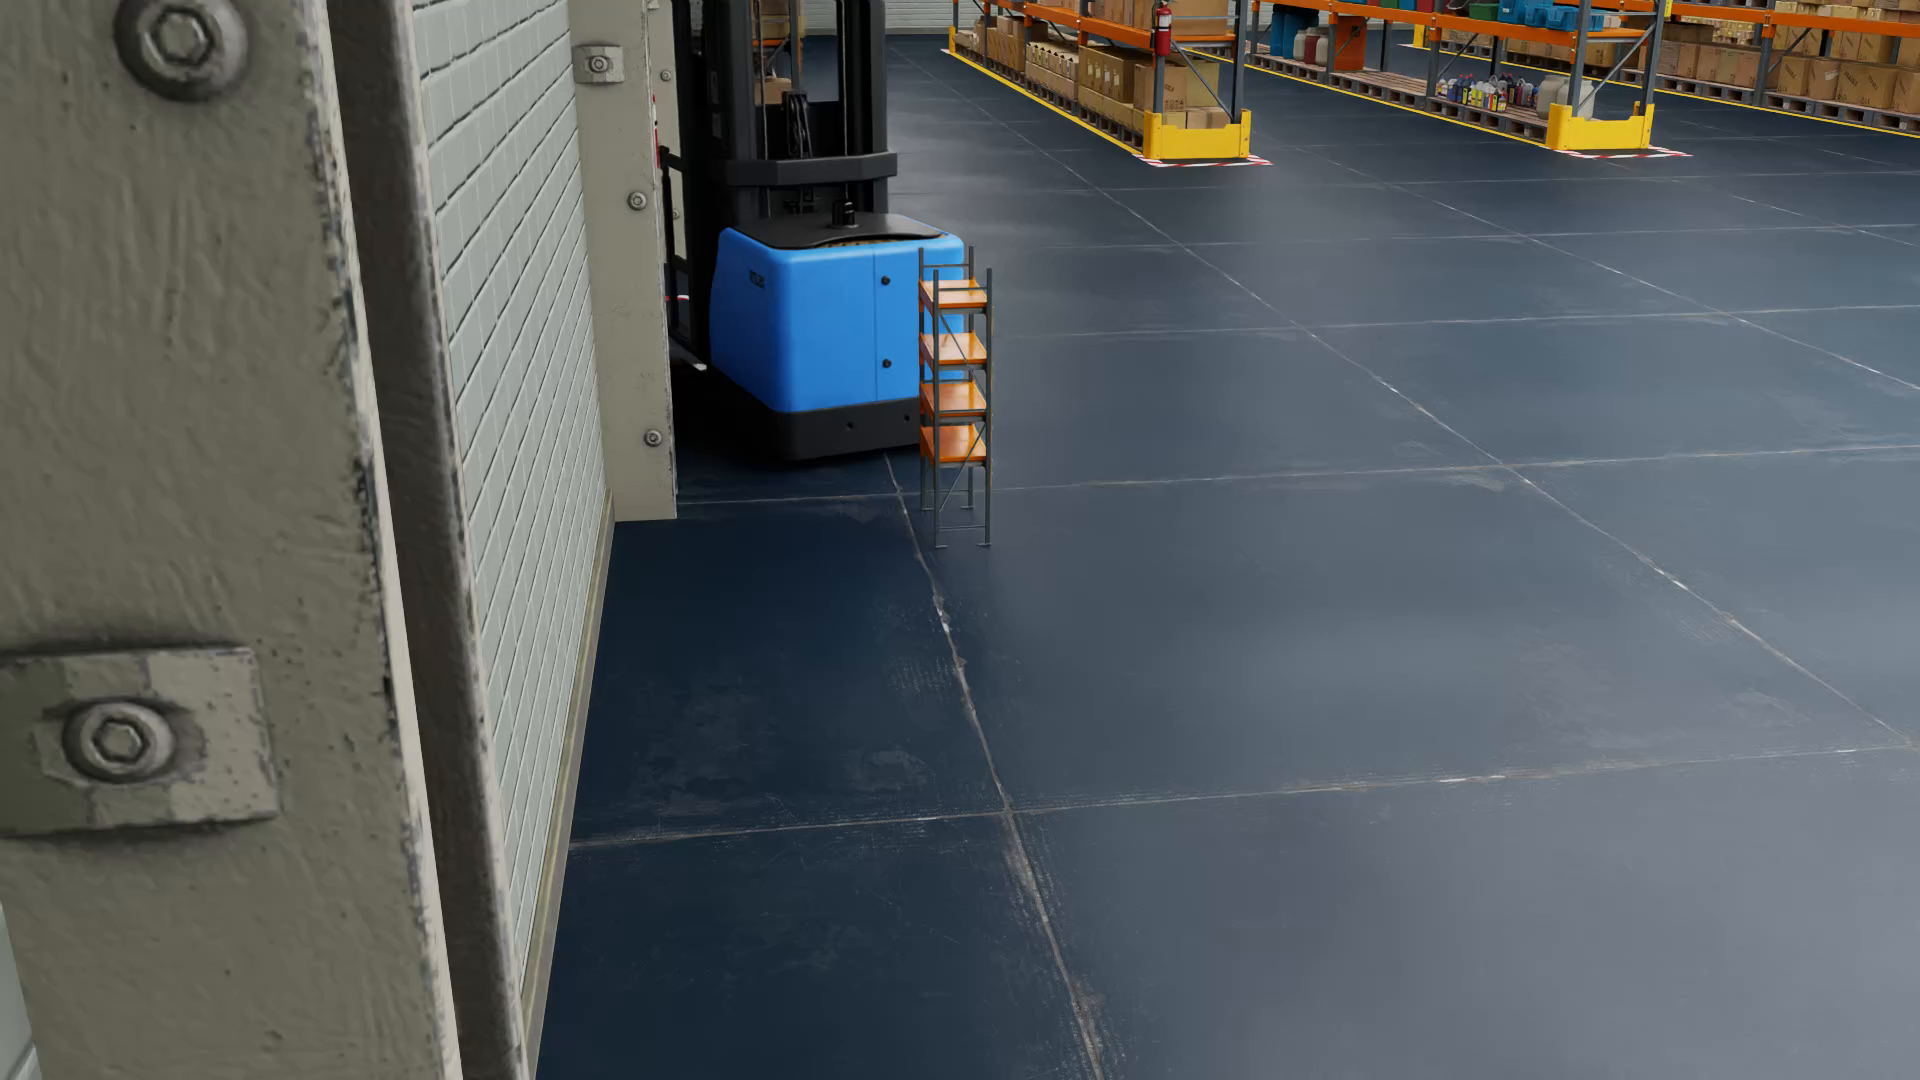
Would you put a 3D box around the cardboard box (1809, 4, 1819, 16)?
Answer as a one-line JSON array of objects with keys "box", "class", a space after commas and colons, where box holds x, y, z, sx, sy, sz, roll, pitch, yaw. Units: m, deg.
[{"box": [11.764, -7.187, 22.532, 0.380, 0.149, 0.250, -3, 21, -8], "class": "cardboard box"}]

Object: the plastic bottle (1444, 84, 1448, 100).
[{"box": [6.639, -6.096, 22.620, 0.097, 0.201, 0.097, 0, 20, 0], "class": "plastic bottle"}]

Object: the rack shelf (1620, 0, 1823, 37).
[{"box": [11.610, -8.009, 25.400, 1.077, 0.370, 4.000, -3, 21, -8], "class": "rack shelf"}]

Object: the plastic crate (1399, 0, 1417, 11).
[{"box": [6.531, -7.762, 23.734, 0.392, 0.384, 0.575, -3, 21, -8], "class": "plastic crate"}]

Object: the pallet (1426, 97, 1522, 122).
[{"box": [7.053, -5.862, 22.611, 1.003, 0.211, 1.213, -3, 21, -8], "class": "pallet"}]

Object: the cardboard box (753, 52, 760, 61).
[{"box": [-2.996, -6.696, 22.730, 0.500, 0.250, 0.500, -3, 21, -9], "class": "cardboard box"}]

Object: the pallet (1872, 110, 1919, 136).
[{"box": [12.382, -5.271, 21.028, 1.003, 0.211, 1.213, -3, 21, -8], "class": "pallet"}]

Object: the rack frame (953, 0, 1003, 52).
[{"box": [0.365, -11.310, 33.210, 1.000, 3.000, 0.127, -3, 21, -8], "class": "rack frame"}]

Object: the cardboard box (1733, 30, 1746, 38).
[{"box": [15.257, -9.825, 32.283, 0.380, 0.149, 0.250, -4, 21, -10], "class": "cardboard box"}]

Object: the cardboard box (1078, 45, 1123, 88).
[{"box": [1.852, -6.238, 21.890, 0.500, 0.500, 0.500, -3, 21, -8], "class": "cardboard box"}]

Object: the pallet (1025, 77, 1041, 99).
[{"box": [1.599, -6.946, 25.513, 1.003, 0.211, 1.213, -3, 21, -8], "class": "pallet"}]

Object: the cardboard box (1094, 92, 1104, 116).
[{"box": [1.996, -5.541, 21.094, 0.500, 0.250, 0.500, -3, 21, -8], "class": "cardboard box"}]

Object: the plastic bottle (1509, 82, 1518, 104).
[{"box": [7.352, -5.936, 22.076, 0.061, 0.283, 0.133, -3, 21, -8], "class": "plastic bottle"}]

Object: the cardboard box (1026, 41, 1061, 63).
[{"box": [1.304, -7.515, 25.578, 0.500, 0.311, 0.500, -2, 21, -6], "class": "cardboard box"}]

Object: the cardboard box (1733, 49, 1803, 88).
[{"box": [11.831, -6.902, 24.352, 0.700, 0.500, 0.500, -5, 21, -12], "class": "cardboard box"}]

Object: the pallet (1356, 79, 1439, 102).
[{"box": [6.667, -6.790, 25.095, 1.003, 0.211, 1.213, -3, 21, -8], "class": "pallet"}]

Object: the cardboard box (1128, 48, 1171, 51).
[{"box": [2.439, -6.091, 21.496, 0.500, 0.500, 0.500, -3, 21, -8], "class": "cardboard box"}]

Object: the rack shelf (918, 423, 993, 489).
[{"box": [-0.024, -0.370, 7.253, 0.258, 0.148, 0.480, -3, 21, -8], "class": "rack shelf"}]

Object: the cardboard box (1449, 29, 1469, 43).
[{"box": [10.471, -10.477, 33.416, 0.875, 0.875, 0.875, -3, 21, -8], "class": "cardboard box"}]

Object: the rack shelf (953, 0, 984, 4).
[{"box": [0.654, -10.280, 31.481, 1.077, 0.370, 4.000, -3, 21, -8], "class": "rack shelf"}]

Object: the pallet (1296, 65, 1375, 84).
[{"box": [6.266, -7.753, 27.672, 1.003, 0.211, 1.213, -3, 21, -8], "class": "pallet"}]

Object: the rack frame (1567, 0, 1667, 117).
[{"box": [7.574, -6.018, 19.043, 1.000, 3.000, 0.127, -3, 21, -8], "class": "rack frame"}]

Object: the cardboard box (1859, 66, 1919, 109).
[{"box": [12.210, -5.934, 21.789, 0.500, 0.500, 0.500, -1, 21, -3], "class": "cardboard box"}]

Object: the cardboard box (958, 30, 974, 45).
[{"box": [0.235, -9.852, 32.608, 0.500, 0.250, 0.500, -3, 21, -8], "class": "cardboard box"}]

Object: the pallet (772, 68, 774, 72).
[{"box": [-3.594, -7.681, 27.478, 1.003, 0.211, 1.213, -3, 21, -8], "class": "pallet"}]

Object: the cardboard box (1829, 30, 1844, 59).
[{"box": [15.728, -8.856, 29.612, 0.500, 0.500, 0.500, -4, 21, -10], "class": "cardboard box"}]

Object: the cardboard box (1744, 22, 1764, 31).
[{"box": [15.359, -9.888, 32.028, 0.380, 0.149, 0.250, -2, 21, -6], "class": "cardboard box"}]

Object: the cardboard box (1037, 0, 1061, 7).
[{"box": [1.456, -8.179, 24.954, 0.500, 0.311, 0.500, -3, 21, -8], "class": "cardboard box"}]

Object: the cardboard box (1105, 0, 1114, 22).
[{"box": [2.248, -6.866, 21.169, 0.700, 0.500, 0.500, -3, 21, -8], "class": "cardboard box"}]

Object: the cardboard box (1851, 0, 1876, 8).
[{"box": [12.143, -7.162, 21.537, 0.875, 0.500, 0.500, -3, 21, -8], "class": "cardboard box"}]

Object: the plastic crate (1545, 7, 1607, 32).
[{"box": [7.206, -6.107, 19.492, 0.499, 0.251, 0.616, -3, 21, -8], "class": "plastic crate"}]

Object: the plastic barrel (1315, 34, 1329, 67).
[{"box": [6.164, -8.179, 27.783, 0.421, 0.512, 0.421, 0, 20, 0], "class": "plastic barrel"}]

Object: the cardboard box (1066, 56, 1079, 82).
[{"box": [1.753, -6.452, 22.732, 0.500, 0.311, 0.500, -3, 21, -8], "class": "cardboard box"}]

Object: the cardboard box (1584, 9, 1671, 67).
[{"box": [11.243, -8.479, 28.069, 1.225, 0.875, 0.875, -4, 21, -10], "class": "cardboard box"}]

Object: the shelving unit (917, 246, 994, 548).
[{"box": [-0.024, -0.619, 7.160, 0.258, 1.200, 0.503, -3, 21, -8], "class": "shelving unit"}]

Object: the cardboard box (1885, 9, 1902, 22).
[{"box": [12.033, -6.671, 21.148, 0.380, 0.149, 0.250, -3, 21, -8], "class": "cardboard box"}]

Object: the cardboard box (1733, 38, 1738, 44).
[{"box": [15.320, -9.712, 32.407, 0.380, 0.149, 0.250, -2, 21, -6], "class": "cardboard box"}]

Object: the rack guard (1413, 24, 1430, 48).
[{"box": [10.165, -10.645, 35.003, 1.175, 0.500, 0.348, -3, 21, -8], "class": "rack guard"}]

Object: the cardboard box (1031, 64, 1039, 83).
[{"box": [1.377, -7.078, 25.210, 0.500, 0.250, 0.500, -3, 21, -9], "class": "cardboard box"}]

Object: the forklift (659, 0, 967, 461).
[{"box": [-1.052, -2.233, 9.005, 1.130, 2.935, 3.031, -9, 22, -24], "class": "forklift"}]

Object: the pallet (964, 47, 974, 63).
[{"box": [0.665, -9.279, 31.760, 1.003, 0.211, 1.213, -3, 21, -8], "class": "pallet"}]

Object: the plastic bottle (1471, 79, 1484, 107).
[{"box": [6.792, -5.856, 21.764, 0.144, 0.351, 0.185, -3, 21, -8], "class": "plastic bottle"}]

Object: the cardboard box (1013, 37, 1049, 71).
[{"box": [1.152, -7.887, 26.989, 0.500, 0.500, 0.500, -2, 21, -6], "class": "cardboard box"}]

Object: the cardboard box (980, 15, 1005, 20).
[{"box": [0.688, -10.169, 33.099, 0.500, 0.500, 0.500, -3, 21, -8], "class": "cardboard box"}]

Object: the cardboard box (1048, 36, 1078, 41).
[{"box": [1.655, -7.928, 27.099, 0.500, 0.500, 0.500, -4, 21, -10], "class": "cardboard box"}]

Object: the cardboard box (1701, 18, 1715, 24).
[{"box": [15.171, -10.428, 33.472, 0.380, 0.149, 0.250, -3, 21, -8], "class": "cardboard box"}]

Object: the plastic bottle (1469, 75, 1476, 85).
[{"box": [6.846, -6.075, 22.353, 0.144, 0.351, 0.185, -3, 21, -8], "class": "plastic bottle"}]

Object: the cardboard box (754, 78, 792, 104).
[{"box": [-2.379, -5.252, 19.934, 0.700, 0.500, 0.500, -4, 21, -11], "class": "cardboard box"}]

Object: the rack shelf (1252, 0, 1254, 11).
[{"box": [5.556, -10.529, 32.147, 1.077, 0.370, 4.000, -3, 21, -8], "class": "rack shelf"}]

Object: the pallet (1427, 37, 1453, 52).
[{"box": [10.362, -10.229, 34.301, 1.003, 0.211, 1.213, -3, 21, -8], "class": "pallet"}]

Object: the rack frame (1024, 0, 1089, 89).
[{"box": [1.519, -8.540, 25.793, 1.000, 3.000, 0.127, -3, 21, -8], "class": "rack frame"}]

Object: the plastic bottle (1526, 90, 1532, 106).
[{"box": [7.513, -5.816, 21.871, 0.097, 0.201, 0.097, 0, 20, 0], "class": "plastic bottle"}]
